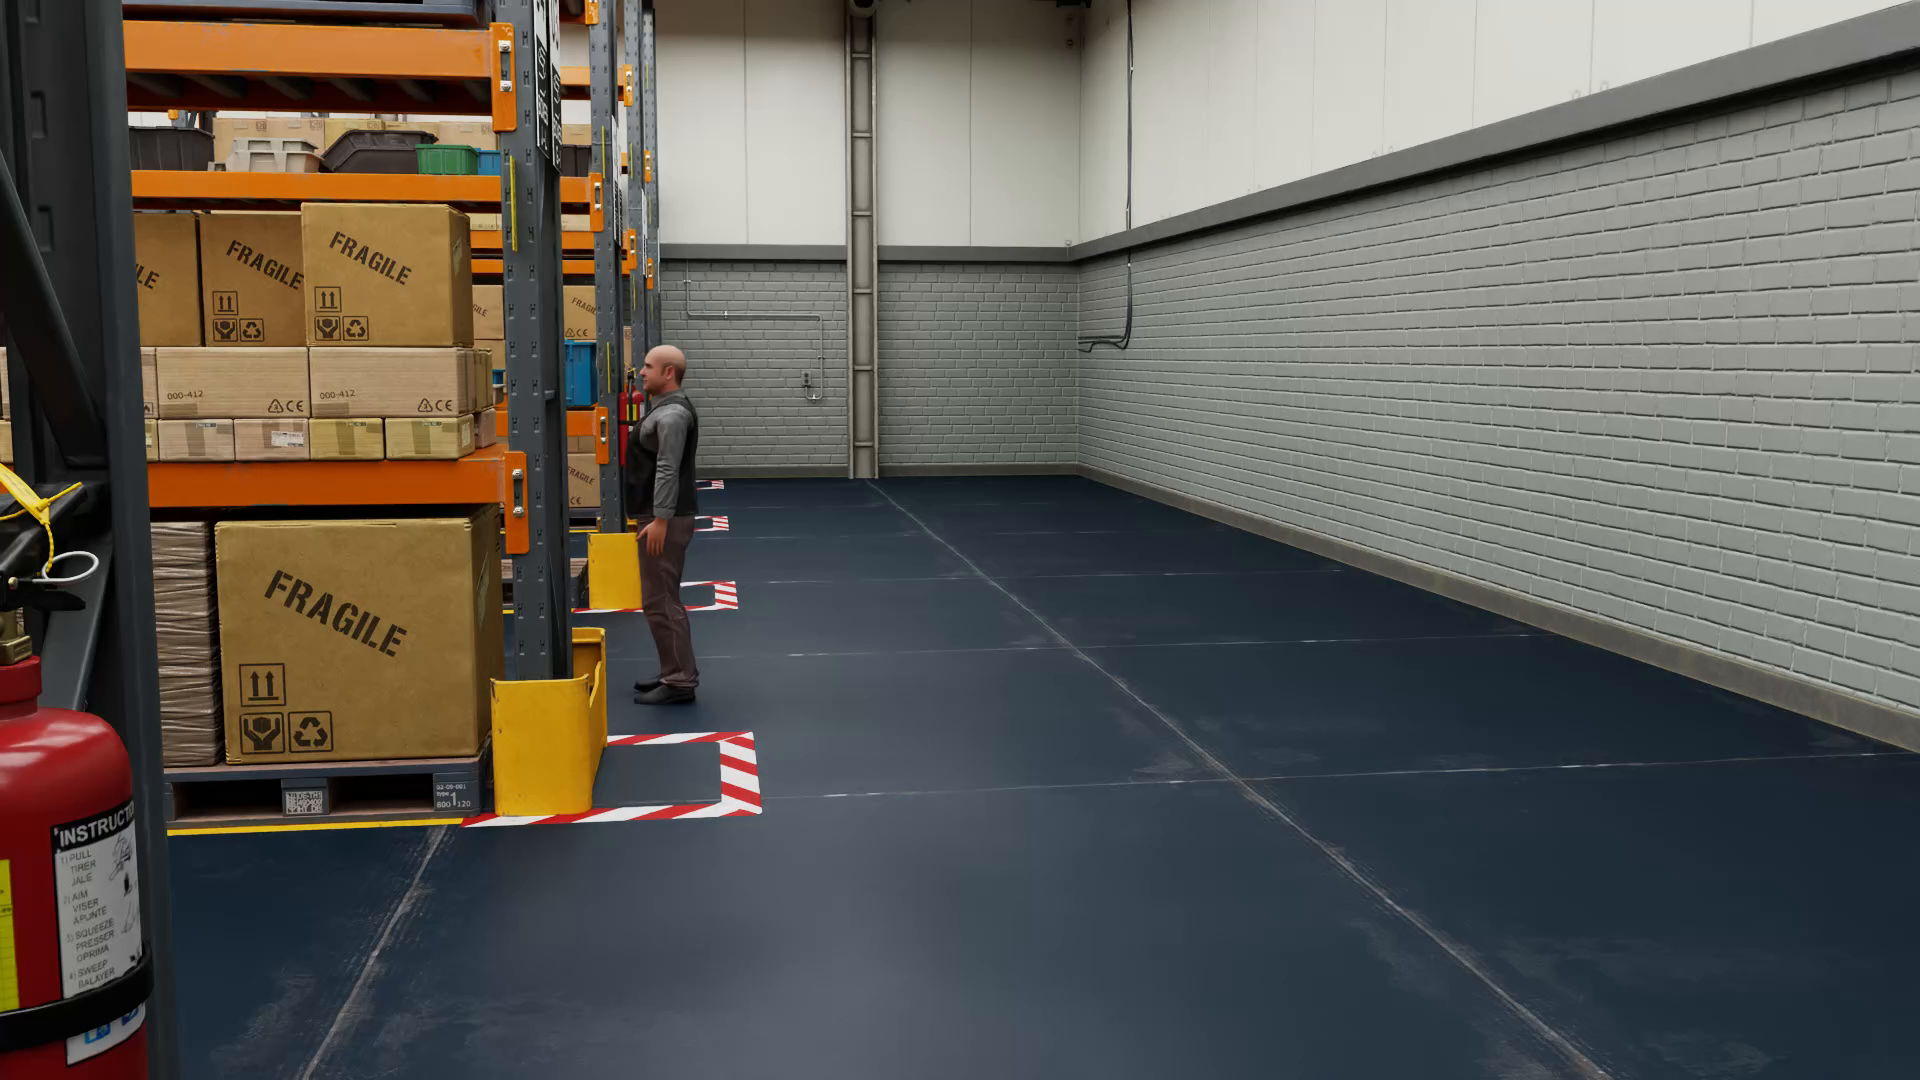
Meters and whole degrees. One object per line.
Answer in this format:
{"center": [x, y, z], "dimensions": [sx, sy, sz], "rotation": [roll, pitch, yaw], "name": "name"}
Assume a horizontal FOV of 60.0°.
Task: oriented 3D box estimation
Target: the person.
{"center": [-1.442, -0.073, 8.067], "dimensions": [0.357, 1.732, 0.532], "rotation": [-1, 6, -8], "name": "person"}
